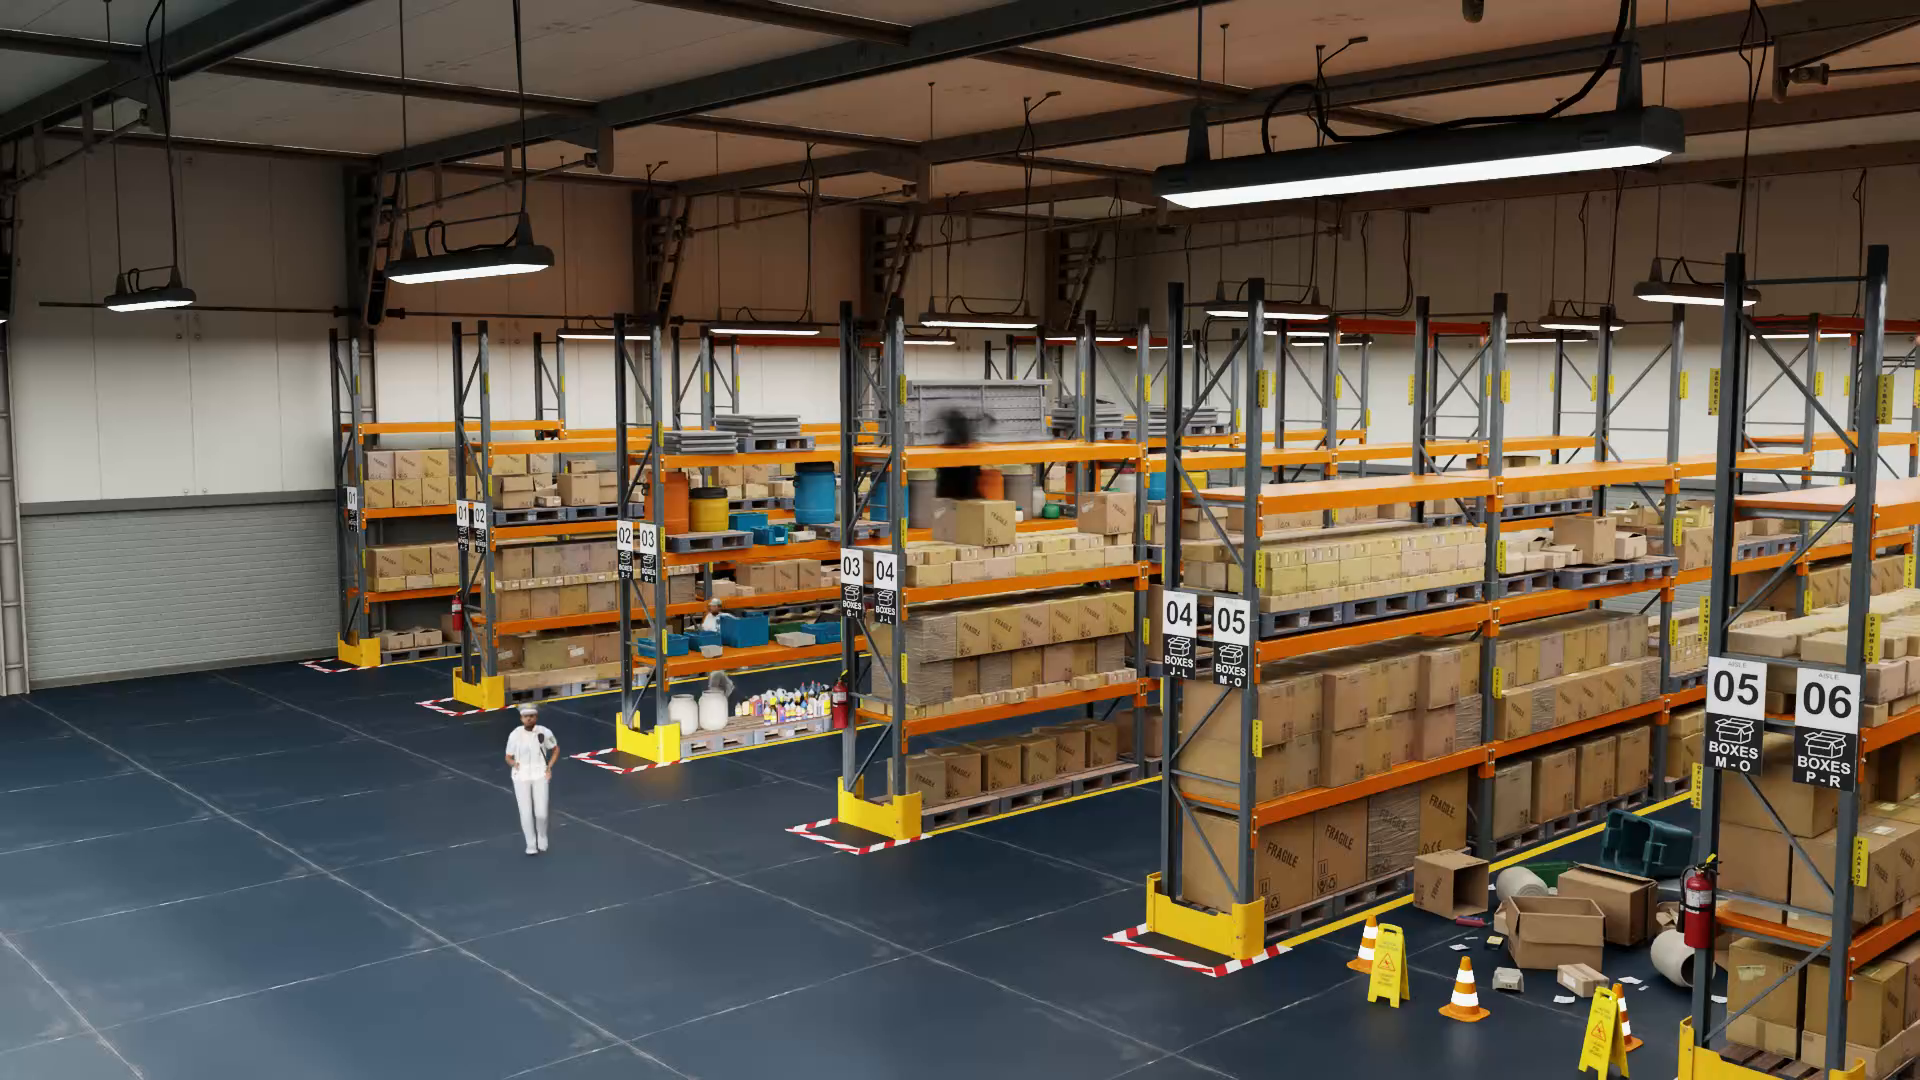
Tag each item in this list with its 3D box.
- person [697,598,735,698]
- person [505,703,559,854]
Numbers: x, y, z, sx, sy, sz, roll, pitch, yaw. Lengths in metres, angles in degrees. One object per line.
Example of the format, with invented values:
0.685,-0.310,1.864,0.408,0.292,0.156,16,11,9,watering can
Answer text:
-3.825,1.733,26.045,0.602,1.663,0.913,4,7,37,person
-4.592,2.568,17.838,0.564,1.658,0.559,-1,6,-11,person
